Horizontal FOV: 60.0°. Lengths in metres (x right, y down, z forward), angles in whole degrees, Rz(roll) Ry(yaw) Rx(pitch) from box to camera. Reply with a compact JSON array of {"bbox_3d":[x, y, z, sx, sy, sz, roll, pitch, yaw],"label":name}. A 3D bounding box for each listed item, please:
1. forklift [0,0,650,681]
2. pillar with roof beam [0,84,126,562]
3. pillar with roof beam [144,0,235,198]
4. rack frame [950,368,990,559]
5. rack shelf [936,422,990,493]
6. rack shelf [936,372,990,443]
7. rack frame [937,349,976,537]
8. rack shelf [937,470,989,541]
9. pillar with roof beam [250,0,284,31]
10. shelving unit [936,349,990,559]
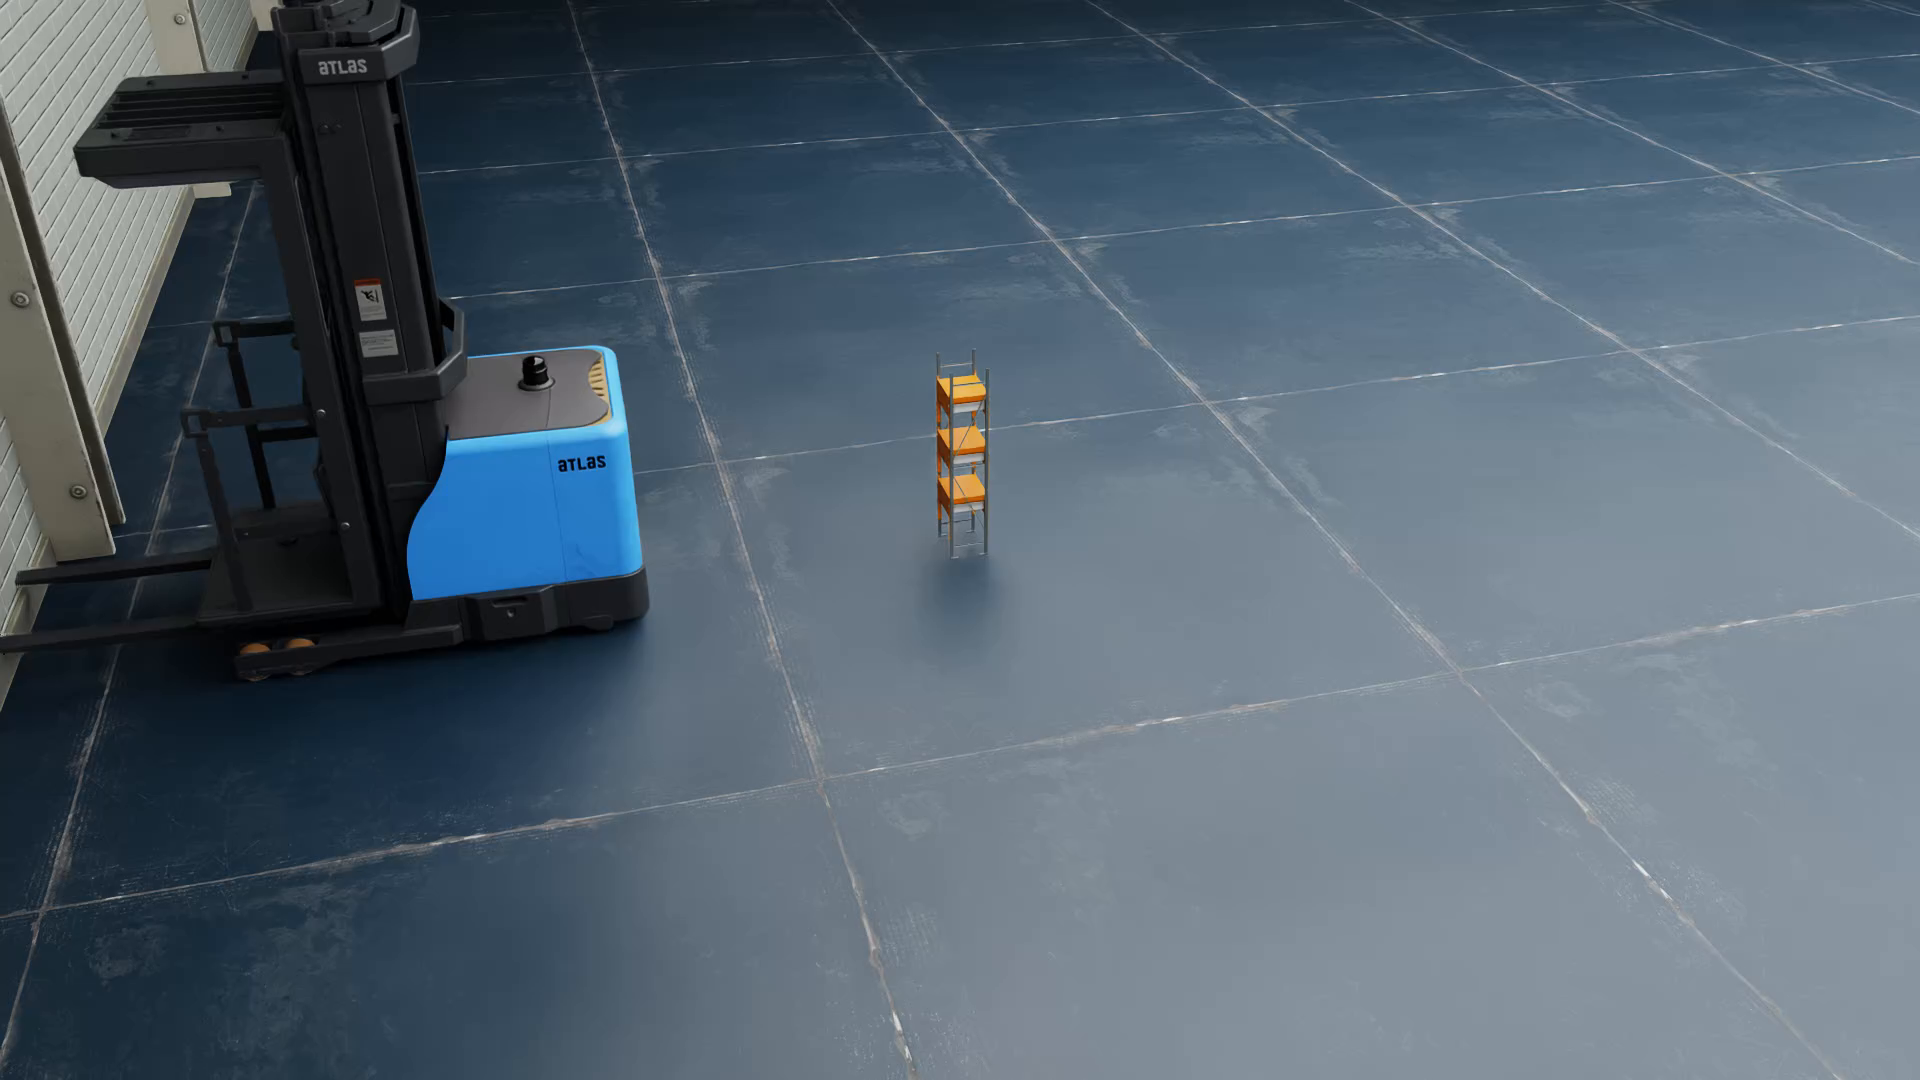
[{"bbox_3d":[-3.076,-0.915,7.405,3.031,2.935,1.130,-7,31,-12],"label":"forklift"},{"bbox_3d":[-0.435,-4.467,7.484,9.100,9.000,0.400,-8,31,-13],"label":"pillar with roof beam"},{"bbox_3d":[-2.027,-7.365,12.491,9.100,9.000,0.400,-8,31,-13],"label":"pillar with roof beam"},{"bbox_3d":[0.047,-0.370,8.341,0.200,1.050,0.008,-8,31,-13],"label":"rack frame"},{"bbox_3d":[0.014,-0.419,8.448,0.215,0.259,0.240,-8,31,-13],"label":"rack shelf"},{"bbox_3d":[0.014,-0.665,8.305,0.215,0.259,0.240,-8,31,-13],"label":"rack shelf"},{"bbox_3d":[-0.018,-0.487,8.544,0.200,1.050,0.008,-8,31,-13],"label":"rack frame"},{"bbox_3d":[0.014,-0.179,8.587,0.215,0.259,0.240,-8,31,-13],"label":"rack shelf"},{"bbox_3d":[-3.620,-10.263,17.498,9.100,9.000,0.400,-8,31,-13],"label":"pillar with roof beam"},{"bbox_3d":[0.014,-0.429,8.442,0.215,1.050,0.252,-8,31,-13],"label":"shelving unit"}]
